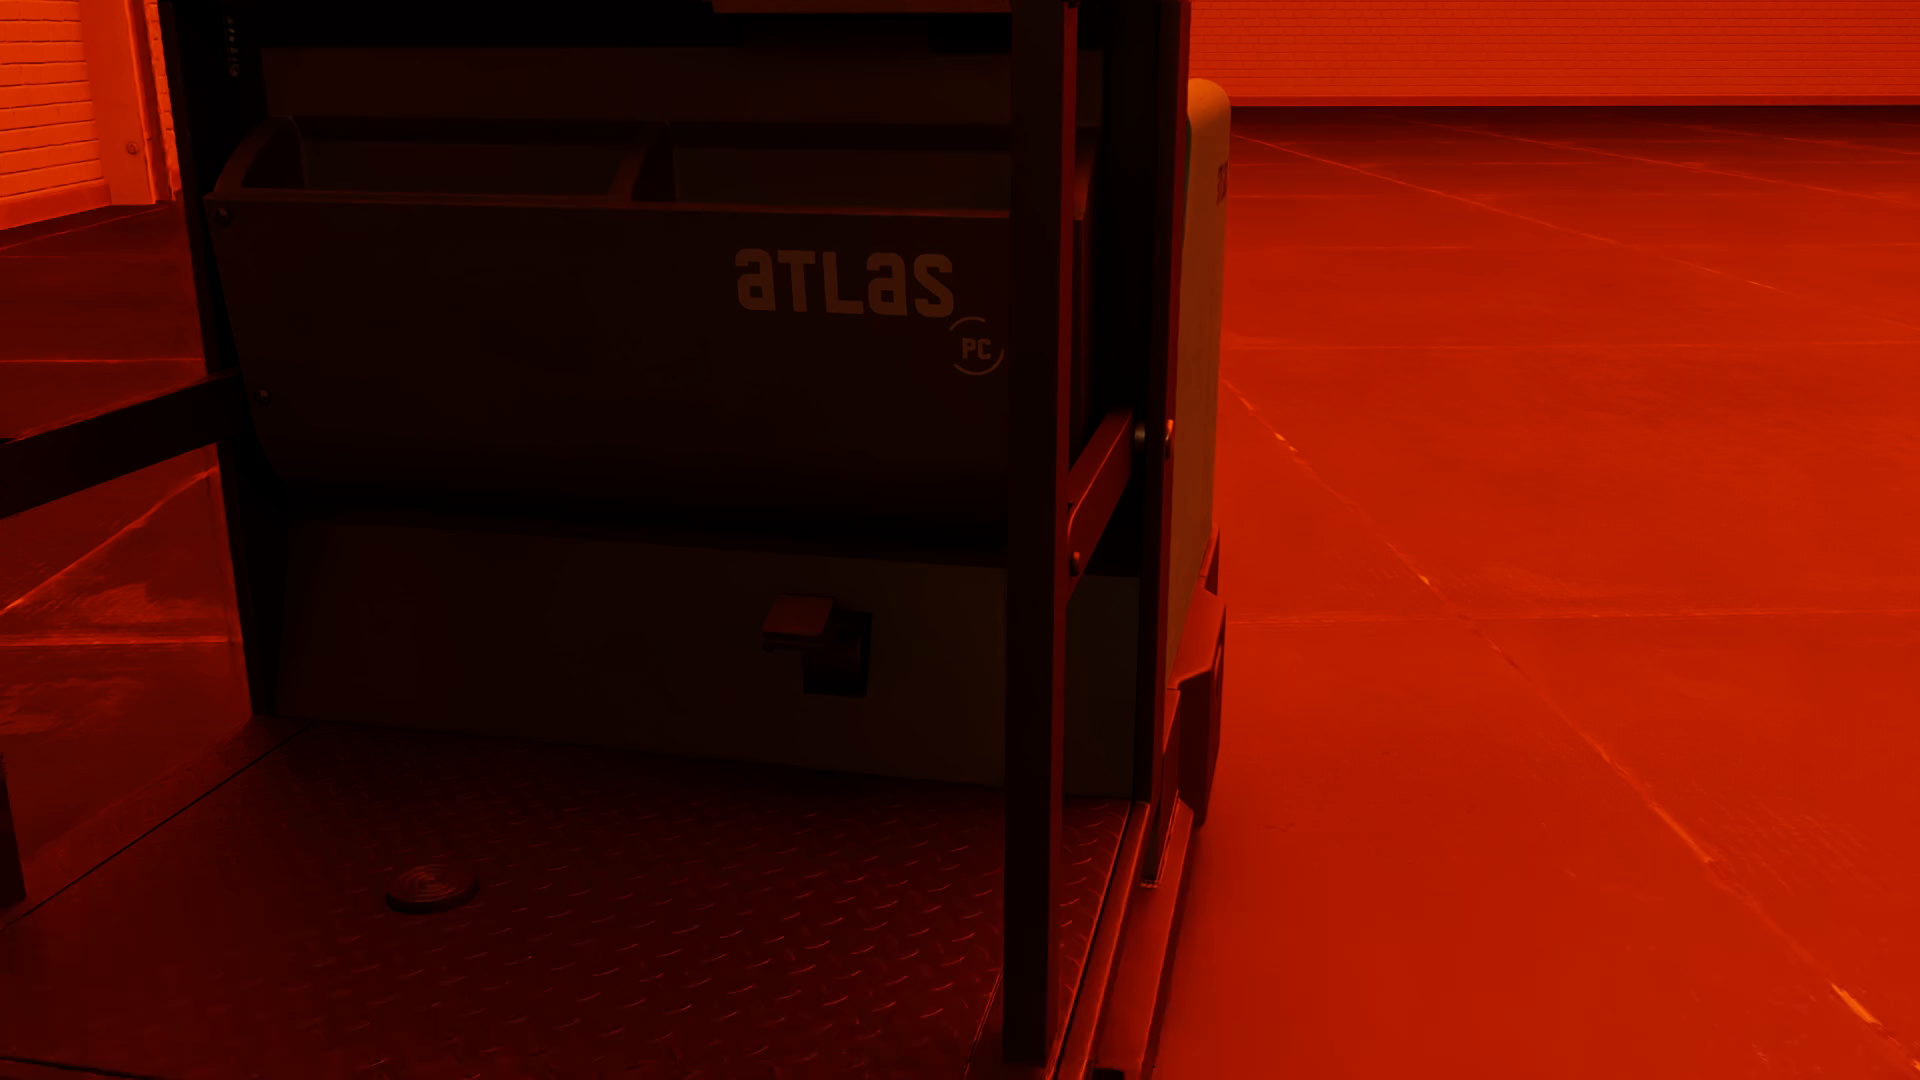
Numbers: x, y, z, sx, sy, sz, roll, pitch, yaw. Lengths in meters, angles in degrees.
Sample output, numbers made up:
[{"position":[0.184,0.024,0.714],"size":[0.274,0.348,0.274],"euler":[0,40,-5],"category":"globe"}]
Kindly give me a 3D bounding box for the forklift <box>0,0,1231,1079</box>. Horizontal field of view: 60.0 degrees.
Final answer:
[{"position":[-0.368,-0.754,1.373],"size":[1.130,2.935,3.031],"euler":[4,17,12],"category":"forklift"}]
